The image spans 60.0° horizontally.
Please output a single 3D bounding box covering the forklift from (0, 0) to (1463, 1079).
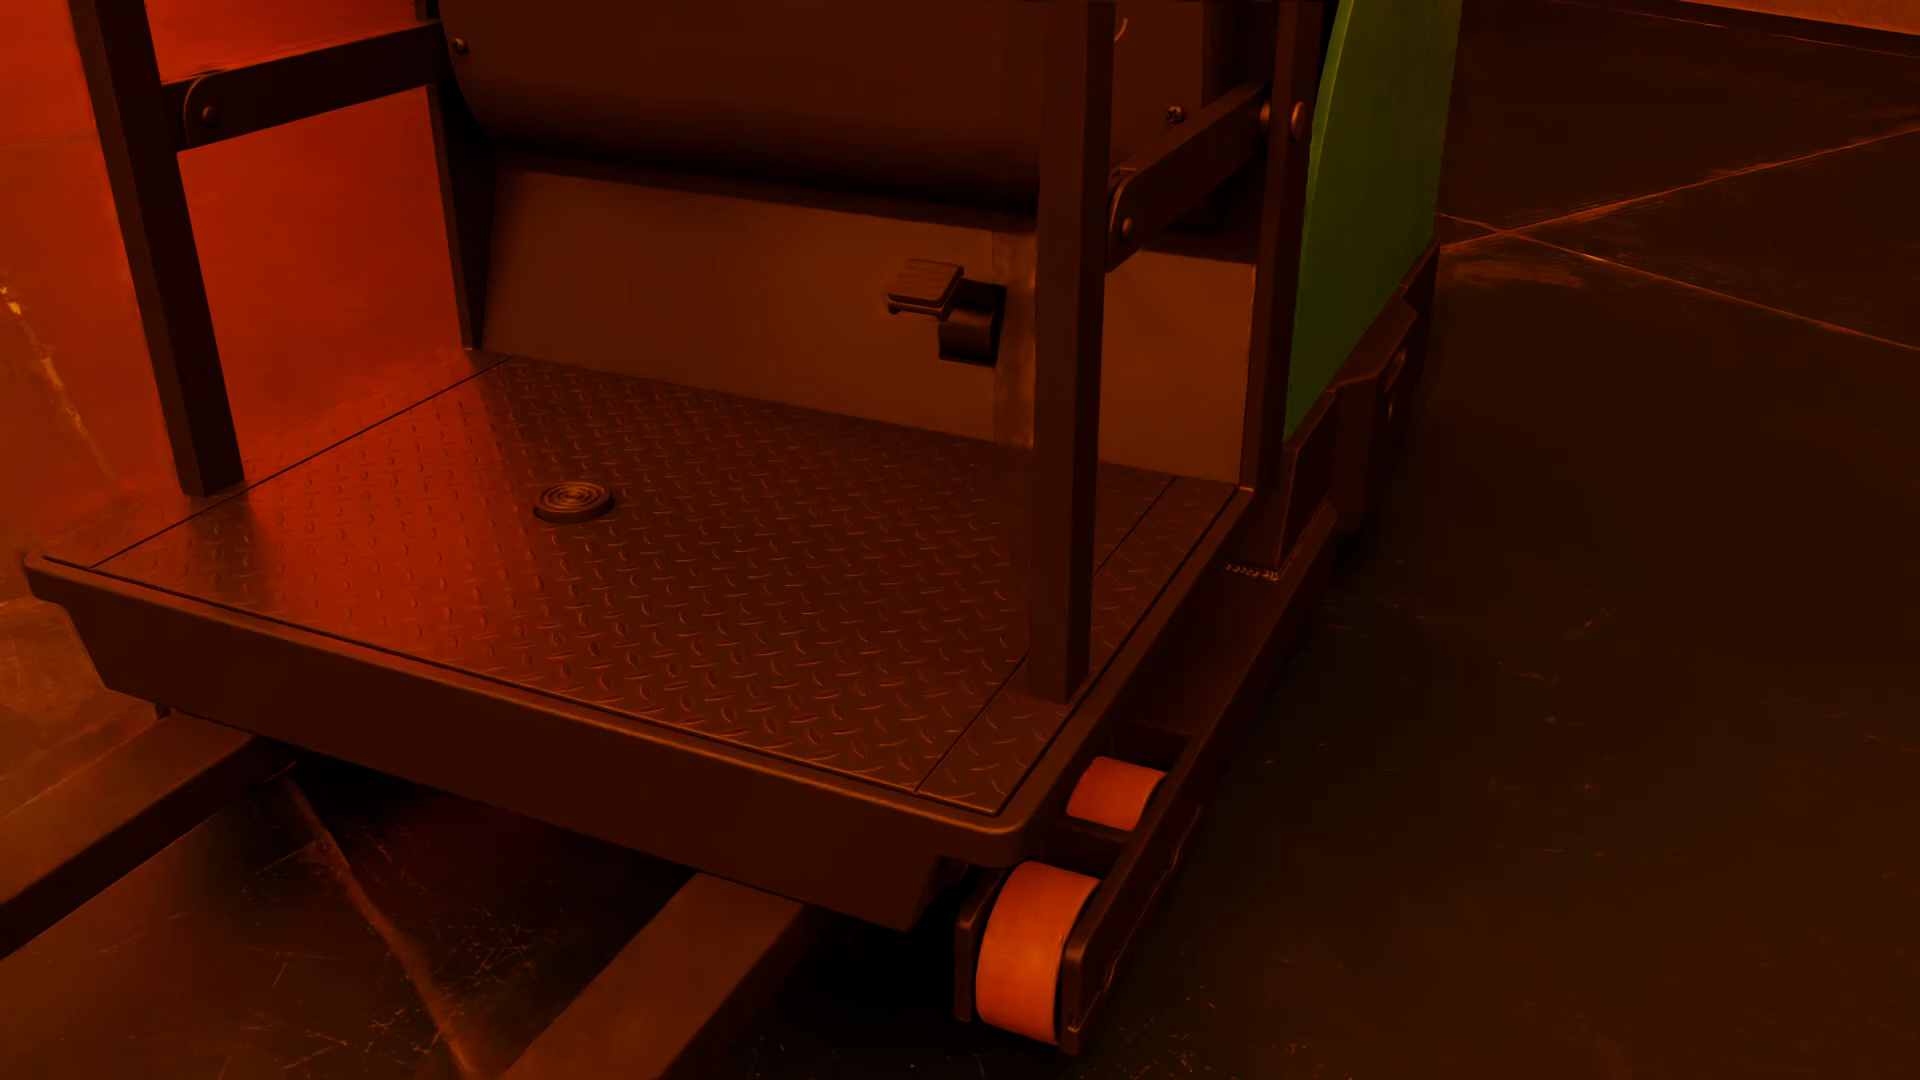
[{"bbox_3d":[-0.254,-1.061,1.347,1.130,2.935,3.031,12,29,22],"label":"forklift"}]
